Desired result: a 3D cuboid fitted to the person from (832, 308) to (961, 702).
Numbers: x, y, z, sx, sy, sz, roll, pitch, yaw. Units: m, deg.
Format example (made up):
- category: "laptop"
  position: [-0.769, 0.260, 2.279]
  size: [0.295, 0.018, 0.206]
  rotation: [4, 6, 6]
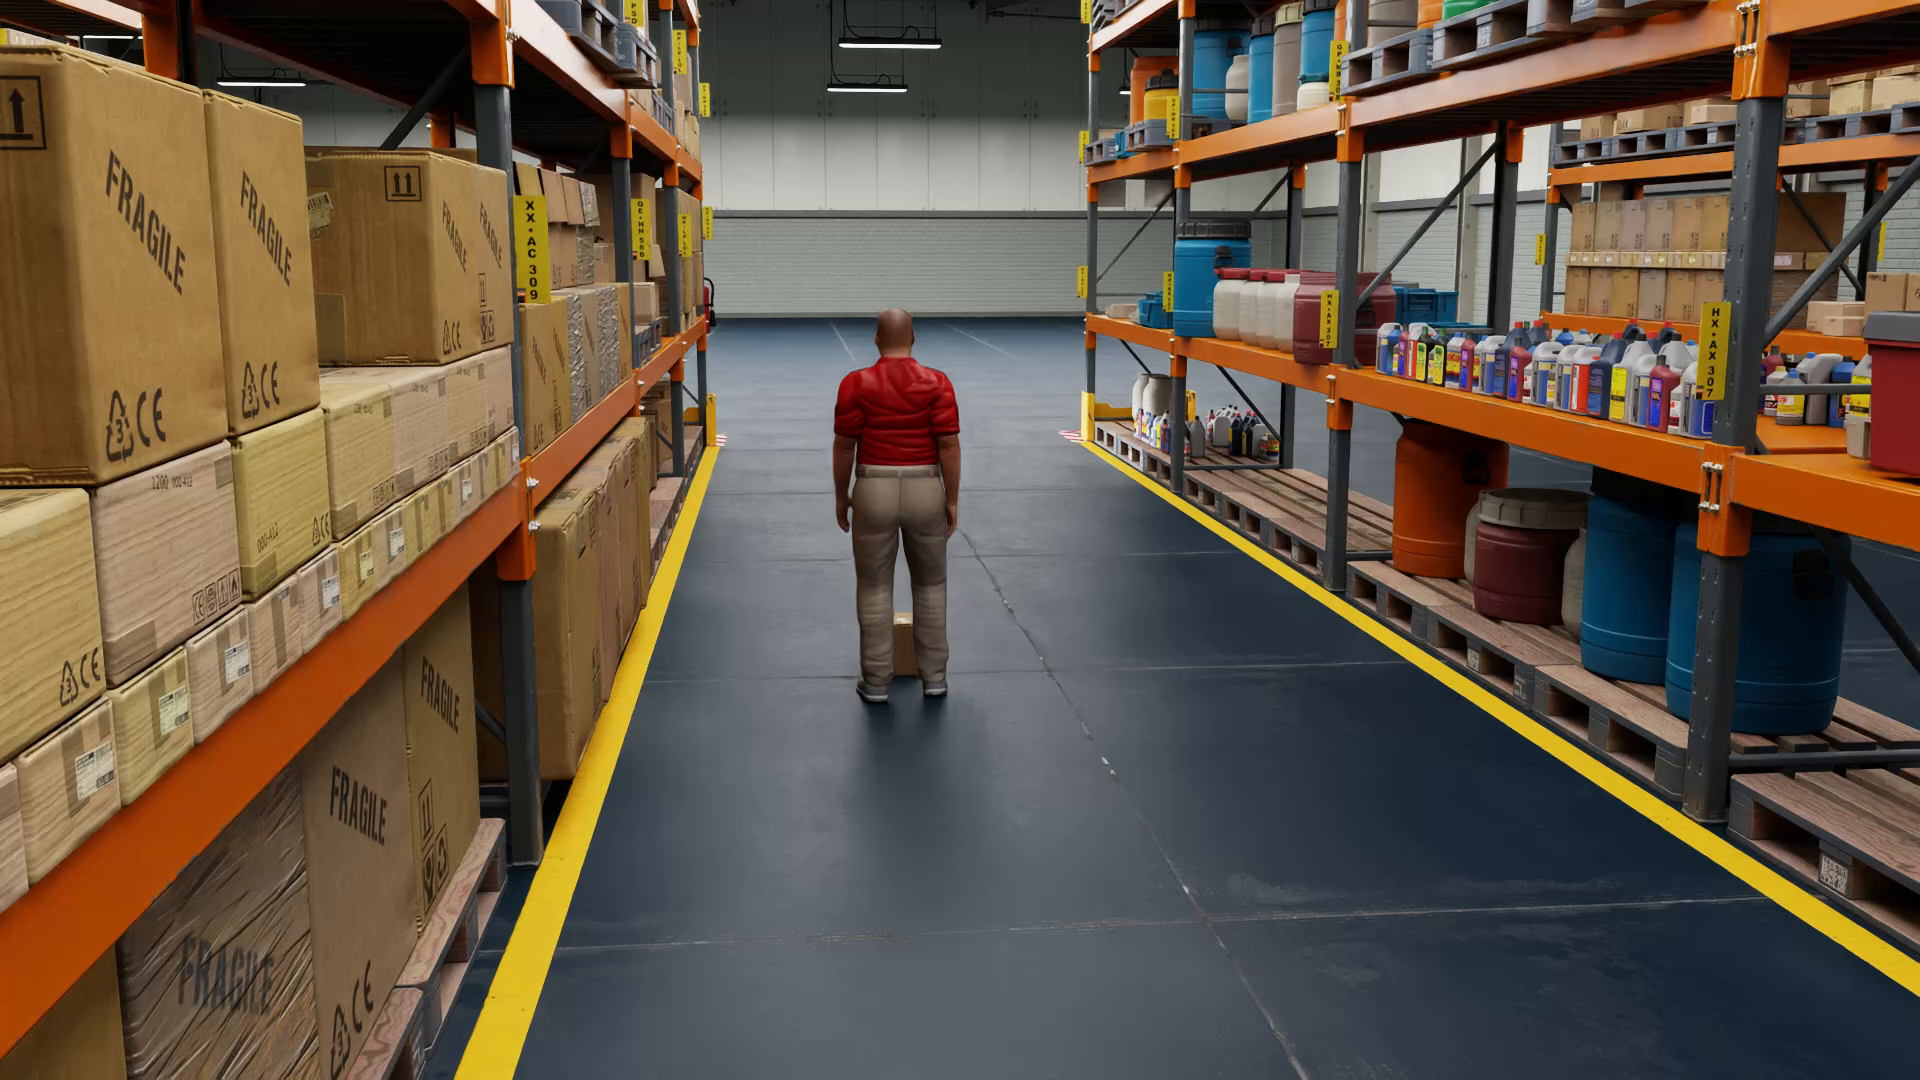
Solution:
- category: "person"
  position: [-0.282, -0.144, 7.347]
  size: [0.557, 1.754, 0.420]
  rotation: [-1, 10, -5]
